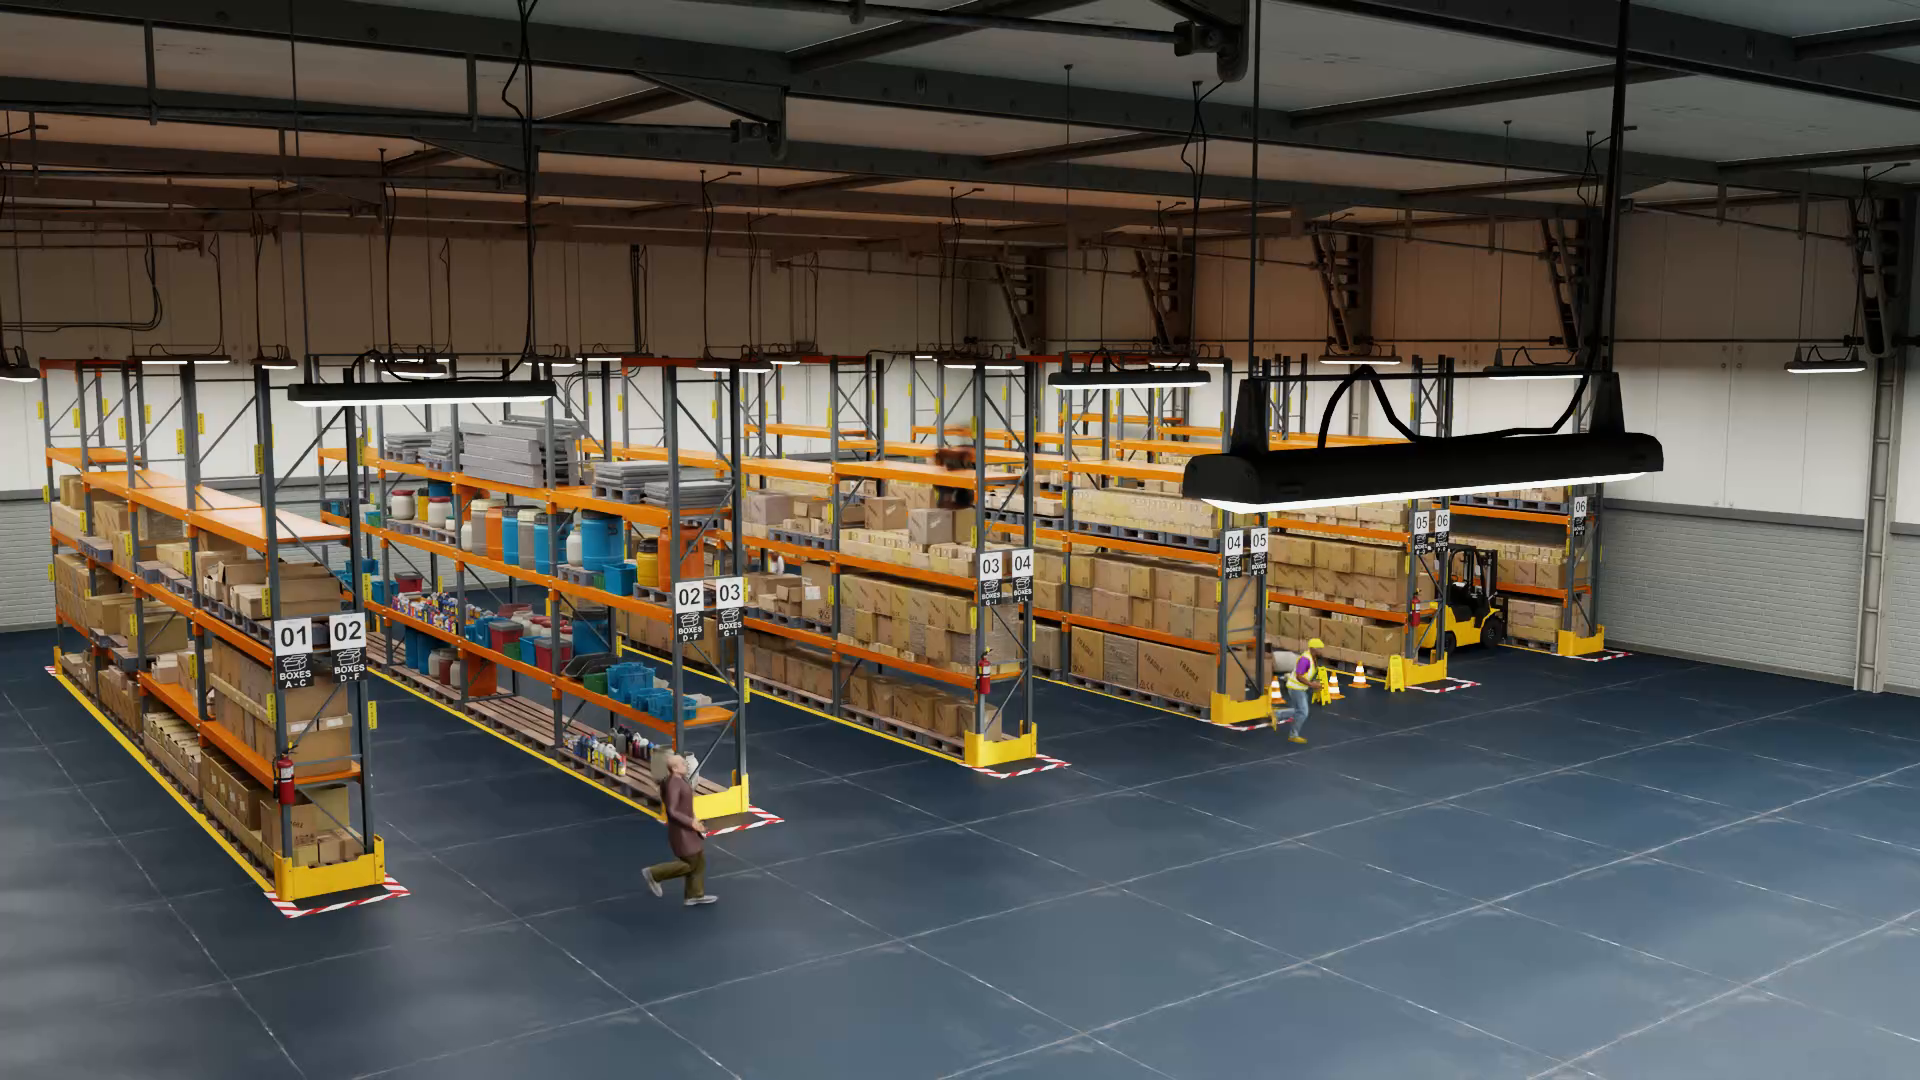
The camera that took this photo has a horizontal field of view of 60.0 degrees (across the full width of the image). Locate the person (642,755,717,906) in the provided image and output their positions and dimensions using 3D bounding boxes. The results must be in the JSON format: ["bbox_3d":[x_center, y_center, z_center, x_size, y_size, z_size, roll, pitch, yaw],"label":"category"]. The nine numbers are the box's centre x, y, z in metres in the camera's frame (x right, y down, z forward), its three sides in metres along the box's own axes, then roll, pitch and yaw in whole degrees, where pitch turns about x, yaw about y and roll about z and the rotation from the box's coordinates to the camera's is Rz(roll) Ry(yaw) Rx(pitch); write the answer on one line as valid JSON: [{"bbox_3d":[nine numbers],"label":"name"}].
[{"bbox_3d":[-3.150,3.251,18.634,0.825,1.737,0.726,-1,7,-10],"label":"person"}]

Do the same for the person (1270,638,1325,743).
[{"bbox_3d":[5.355,2.364,26.356,0.869,1.672,0.718,3,7,23],"label":"person"}]

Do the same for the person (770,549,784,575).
[{"bbox_3d":[-4.138,1.012,37.024,0.714,1.789,0.843,-5,9,-37],"label":"person"}]

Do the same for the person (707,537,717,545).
[{"bbox_3d":[-6.067,0.621,40.637,0.628,1.633,0.905,3,7,22],"label":"person"}]

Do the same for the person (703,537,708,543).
[{"bbox_3d":[-6.359,0.722,40.130,0.777,1.600,0.445,1,7,8],"label":"person"}]
